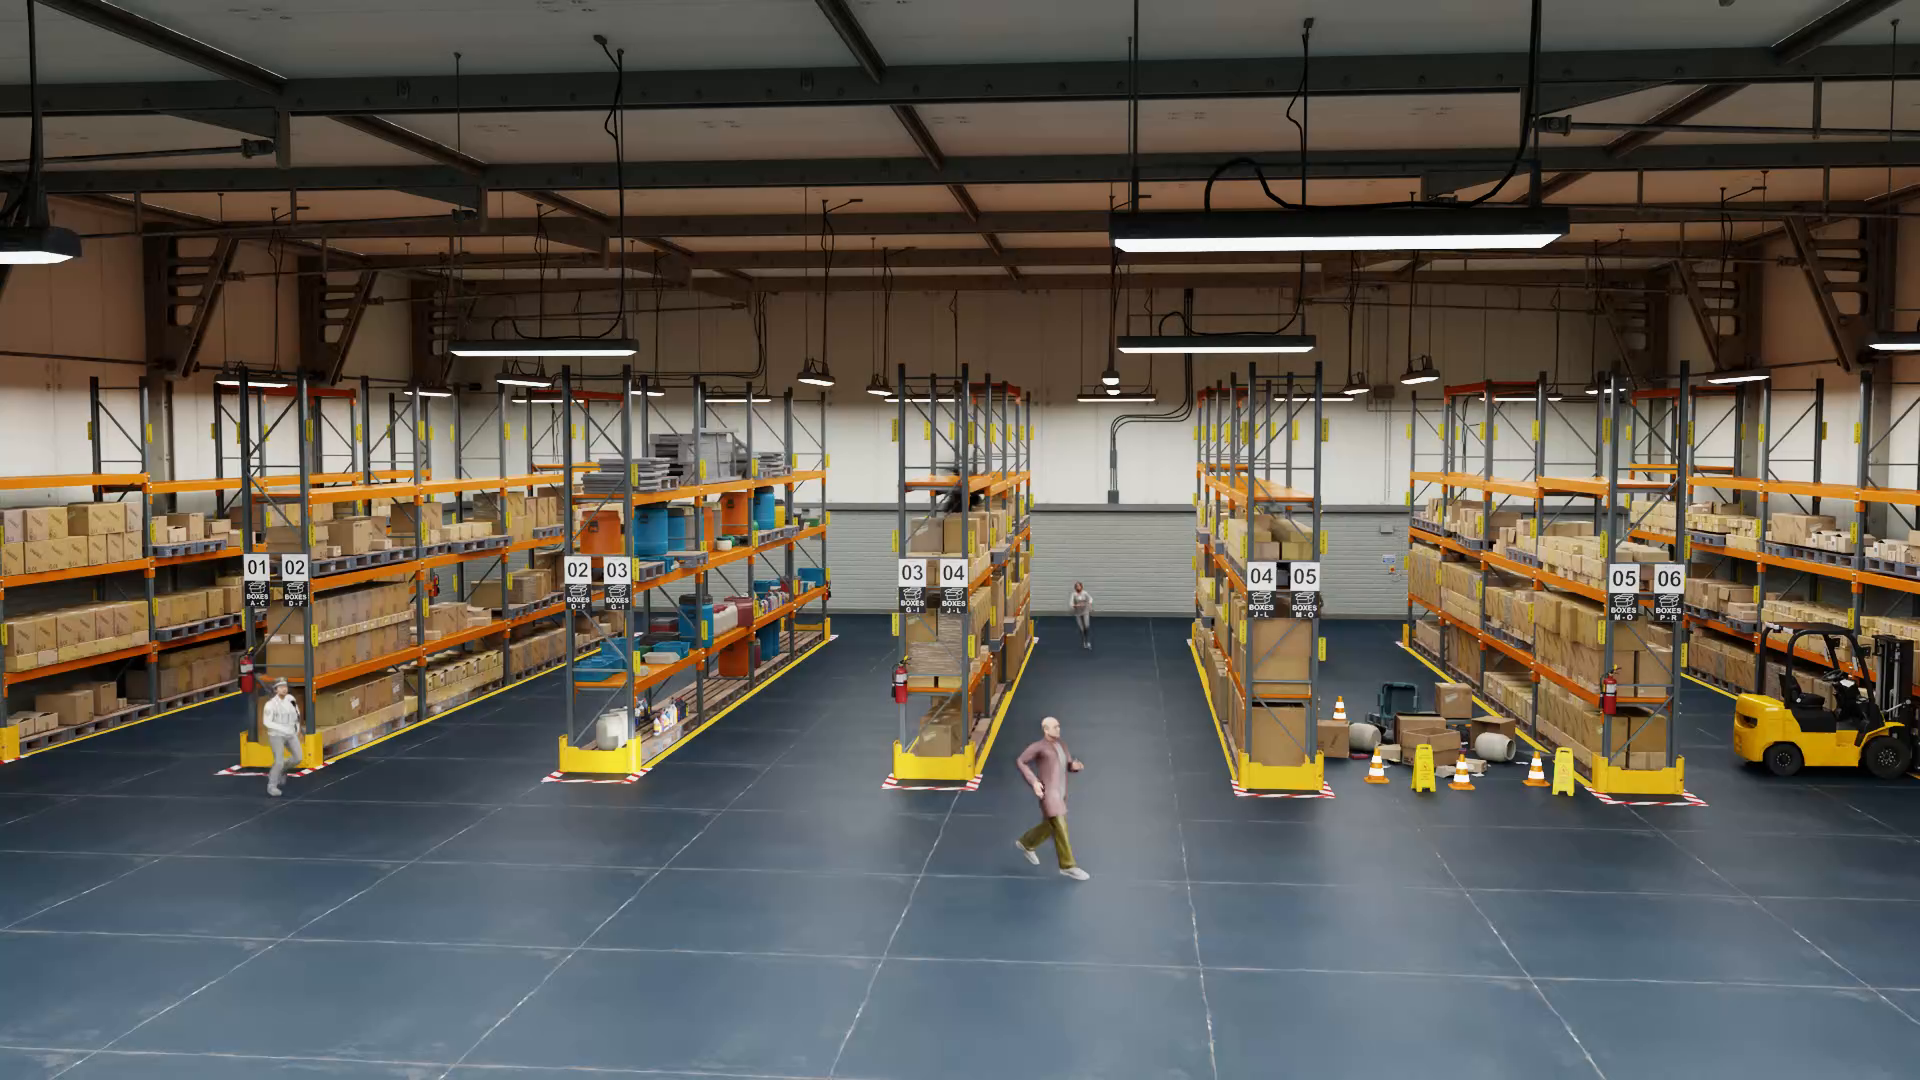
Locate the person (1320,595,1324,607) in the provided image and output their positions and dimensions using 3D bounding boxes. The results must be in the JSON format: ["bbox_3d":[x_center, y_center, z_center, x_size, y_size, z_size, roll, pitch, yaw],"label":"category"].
[{"bbox_3d":[7.875,1.737,37.525,0.652,1.676,0.693,0,4,0],"label":"person"}]

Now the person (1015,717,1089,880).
[{"bbox_3d":[1.035,2.878,18.785,1.064,1.765,0.703,3,4,35],"label":"person"}]

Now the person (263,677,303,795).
[{"bbox_3d":[-9.322,2.704,22.992,0.629,1.658,0.649,3,4,35],"label":"person"}]

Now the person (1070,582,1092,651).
[{"bbox_3d":[2.797,1.753,38.477,0.523,1.590,0.619,0,4,5],"label":"person"}]
